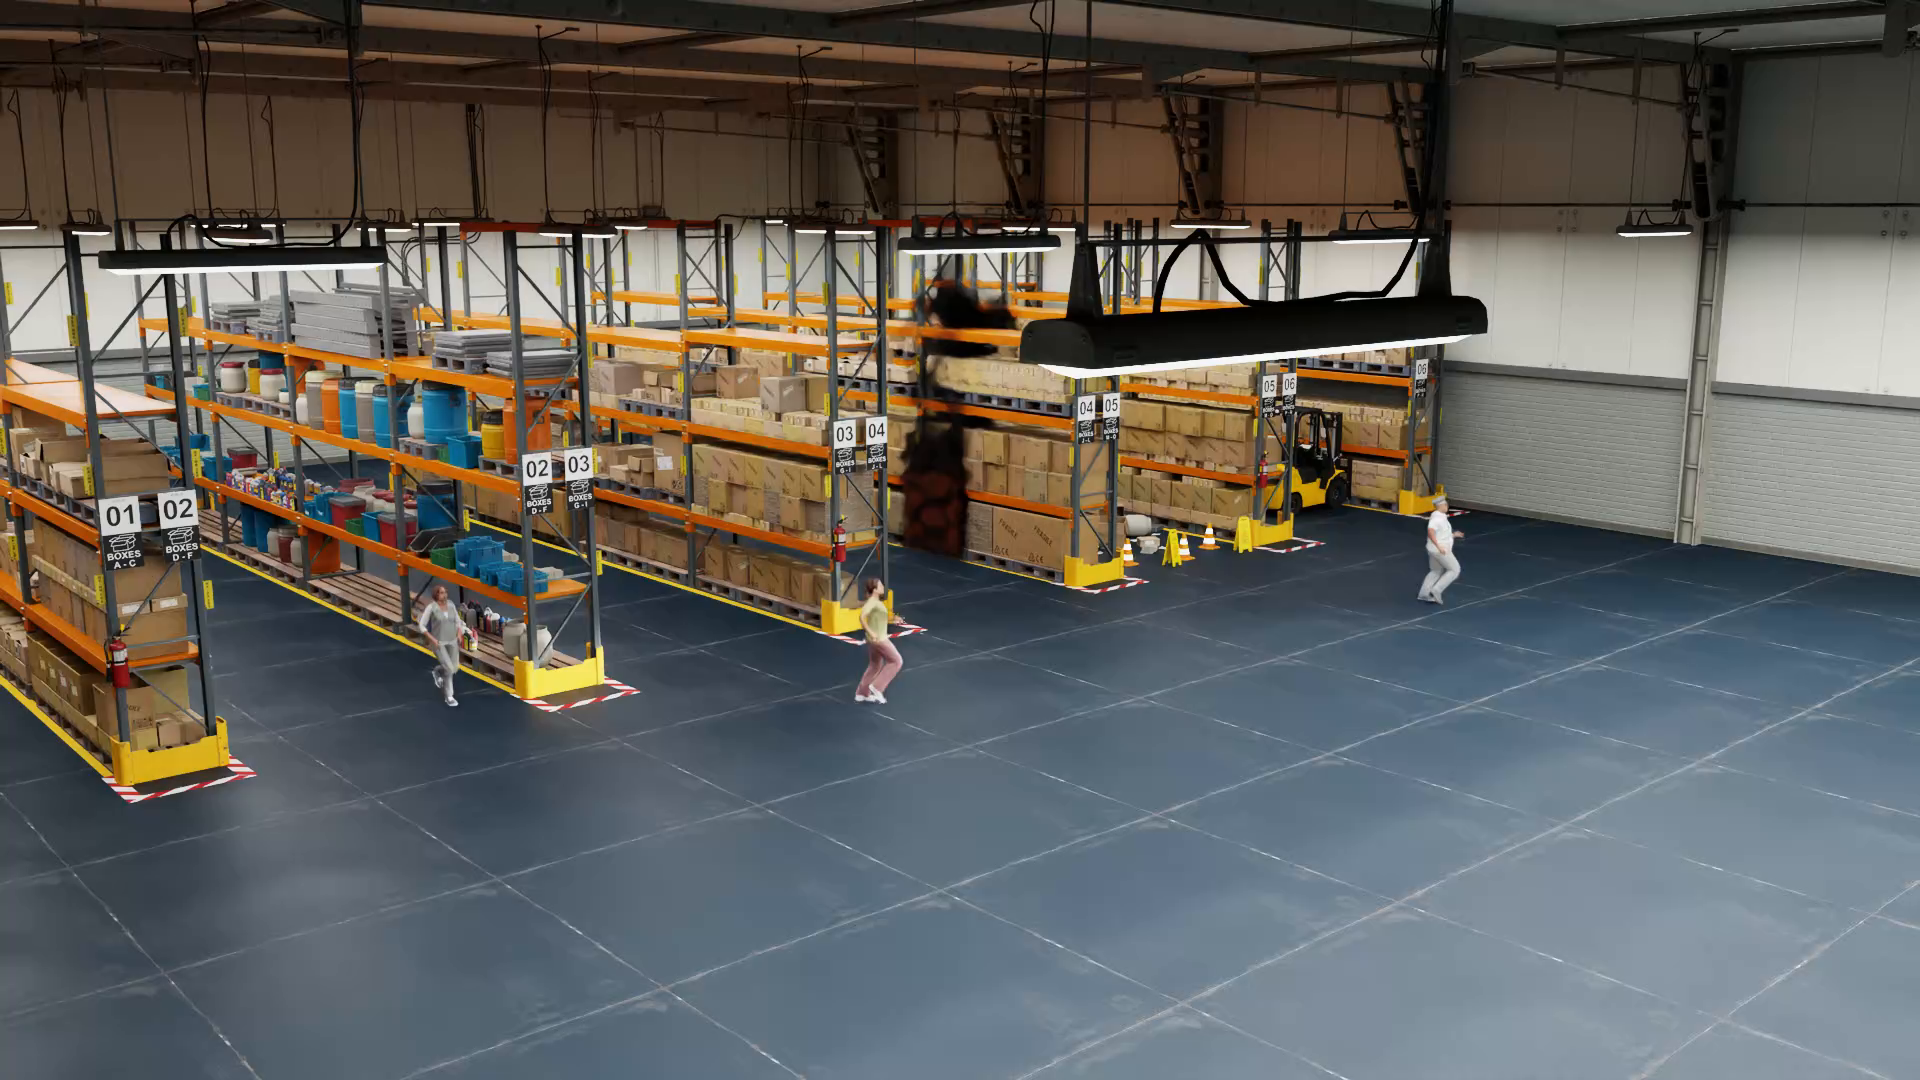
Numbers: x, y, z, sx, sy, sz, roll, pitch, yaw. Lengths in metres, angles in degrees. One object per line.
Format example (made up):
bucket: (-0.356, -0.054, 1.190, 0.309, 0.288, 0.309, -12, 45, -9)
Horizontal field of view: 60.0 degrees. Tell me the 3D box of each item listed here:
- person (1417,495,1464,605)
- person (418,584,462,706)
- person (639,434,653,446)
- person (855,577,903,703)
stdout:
person: (7.736, 0.157, 26.643, 0.662, 1.773, 0.646, 0, 11, 0)
person: (-6.687, 1.324, 21.414, 0.631, 1.564, 0.579, 10, 15, 41)
person: (-7.678, -2.792, 41.356, 0.681, 1.782, 0.763, 5, 12, 22)
person: (-1.040, 1.281, 21.300, 0.632, 1.630, 0.561, -2, 12, -10)
